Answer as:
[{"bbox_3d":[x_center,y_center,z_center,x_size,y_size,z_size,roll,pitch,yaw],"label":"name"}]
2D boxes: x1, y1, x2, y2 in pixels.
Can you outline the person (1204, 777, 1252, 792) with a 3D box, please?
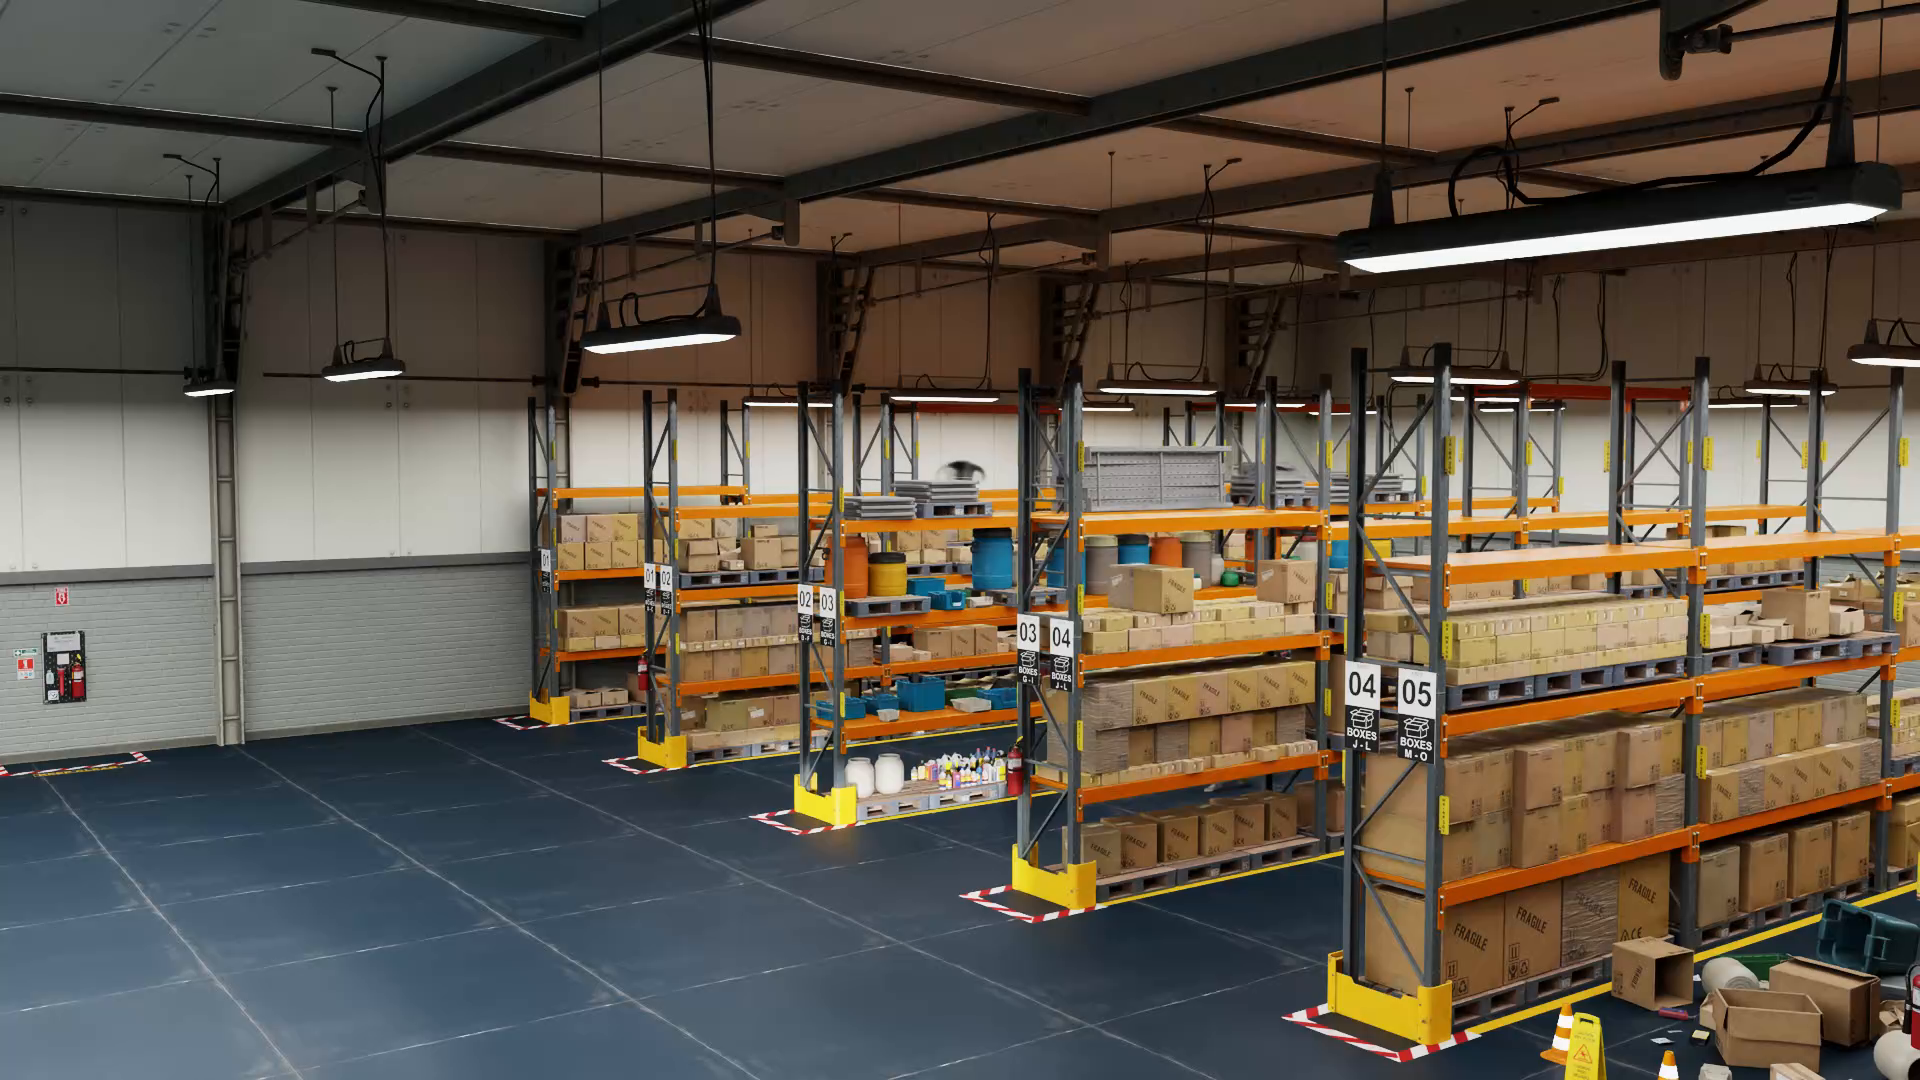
[{"bbox_3d":[3.968,2.949,24.601,1.066,1.518,0.610,-2,4,-35],"label":"person"}]
